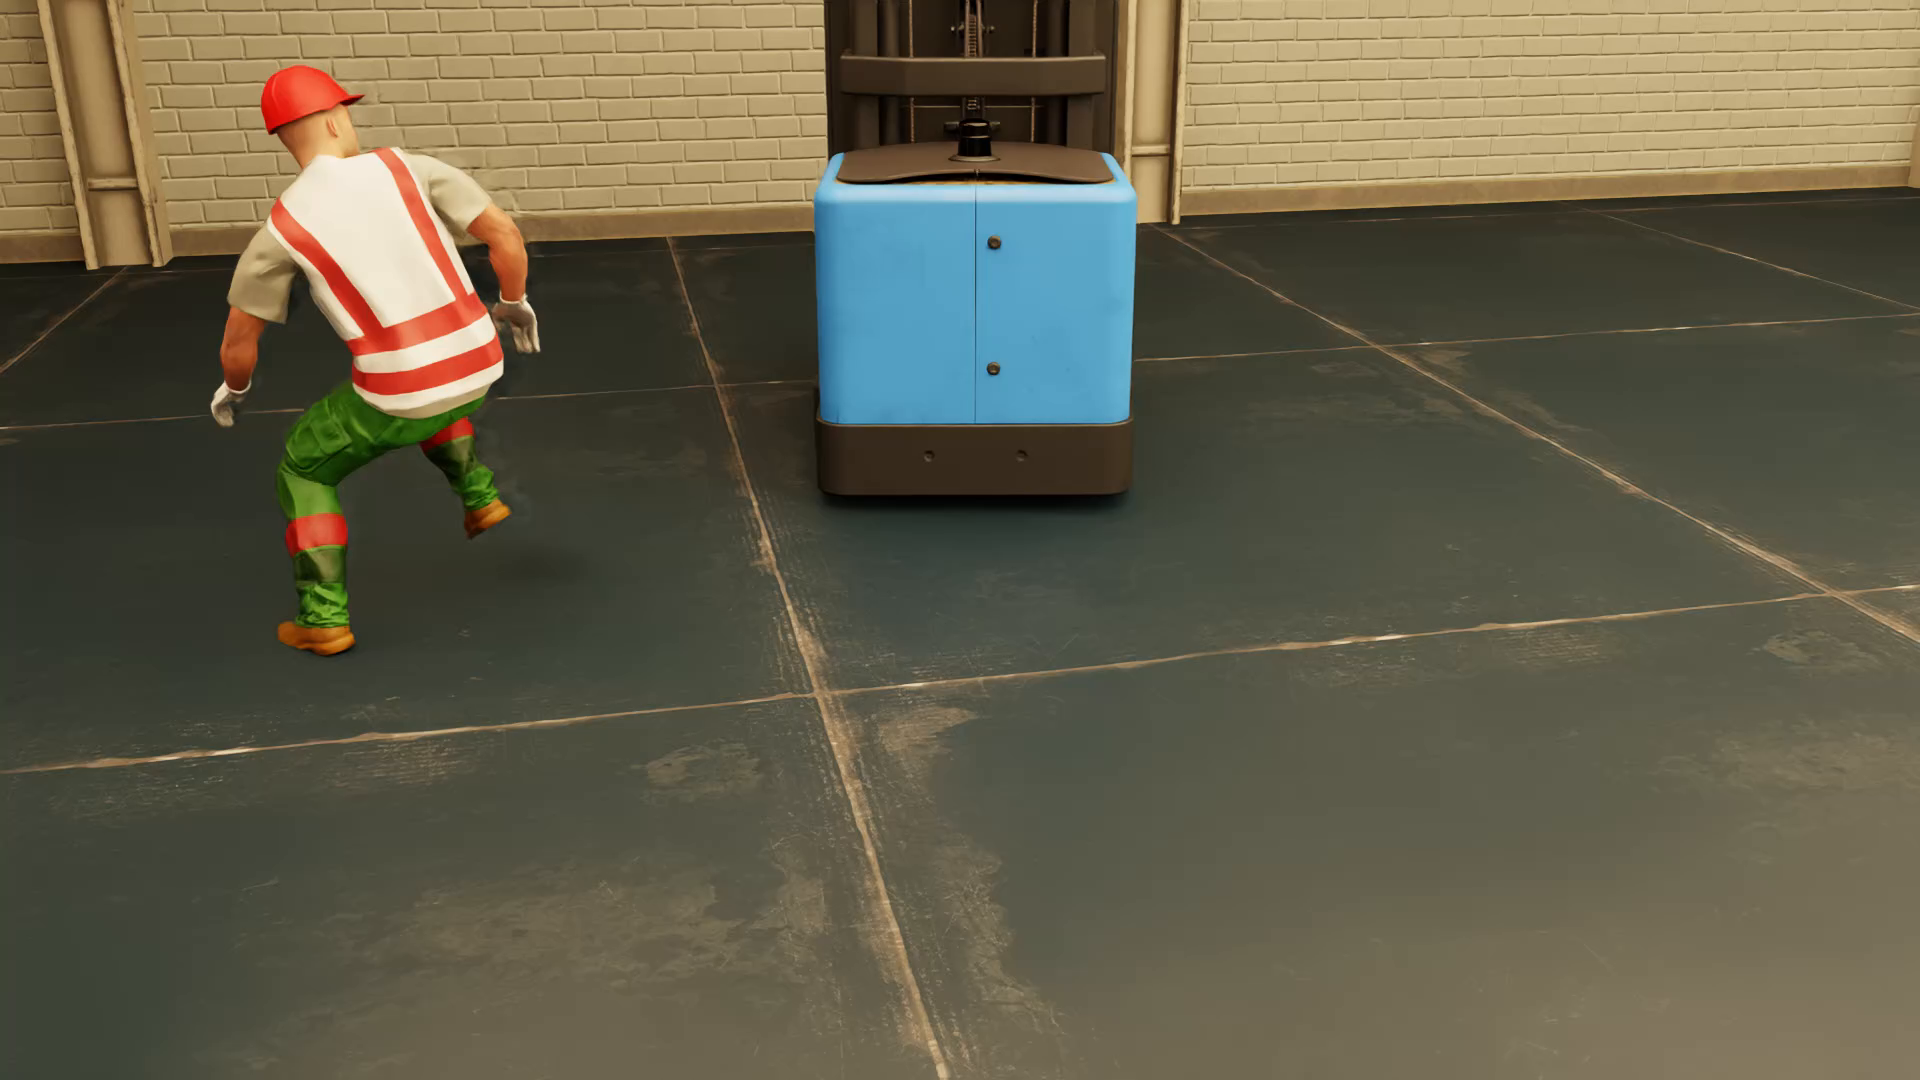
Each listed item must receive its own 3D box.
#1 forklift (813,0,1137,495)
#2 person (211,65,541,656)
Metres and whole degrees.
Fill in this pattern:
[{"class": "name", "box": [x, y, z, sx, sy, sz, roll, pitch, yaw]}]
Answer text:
[{"class": "forklift", "box": [0.040, -1.990, 6.399, 1.130, 2.935, 3.031, 0, 21, 0]}, {"class": "person", "box": [-1.582, -0.508, 4.566, 0.811, 1.538, 0.680, -18, 27, -39]}]
